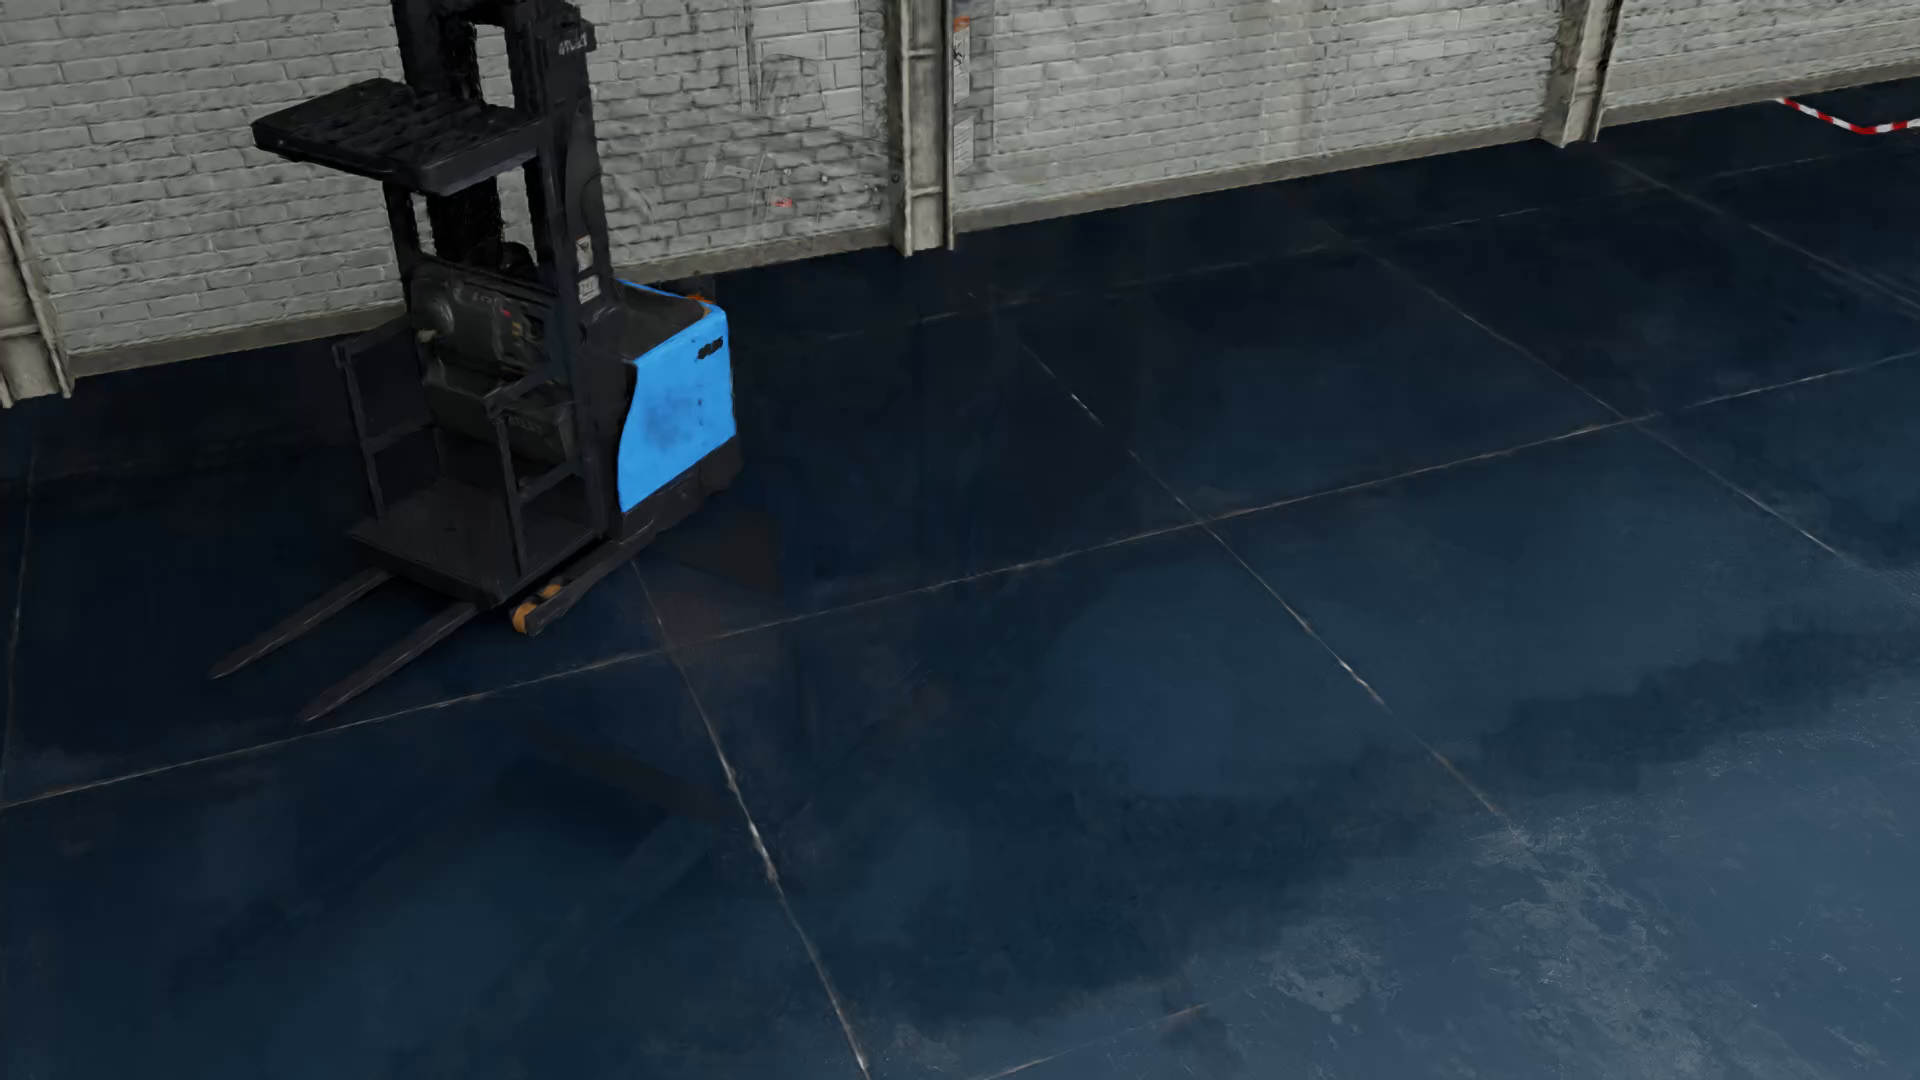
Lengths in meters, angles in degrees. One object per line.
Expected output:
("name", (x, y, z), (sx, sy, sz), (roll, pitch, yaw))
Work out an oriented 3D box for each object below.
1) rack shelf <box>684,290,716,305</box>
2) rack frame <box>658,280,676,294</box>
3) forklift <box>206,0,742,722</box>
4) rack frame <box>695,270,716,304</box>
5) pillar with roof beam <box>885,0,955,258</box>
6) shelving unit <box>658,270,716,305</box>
("rack shelf", (0.257, -0.916, 5.194), (0.240, 0.259, 0.215), (-23, 39, -31))
("rack frame", (0.161, -0.646, 5.281), (0.008, 1.050, 0.200), (-23, 39, -31))
("forklift", (-0.630, -0.700, 3.638), (1.130, 2.935, 3.031), (18, 37, 25))
("rack frame", (0.354, -0.728, 5.406), (0.008, 1.050, 0.200), (-23, 39, -31))
("pillar with roof beam", (3.190, -3.473, 2.337), (0.400, 9.000, 9.100), (-13, 35, -19))
("shelving unit", (0.257, -0.687, 5.343), (0.252, 1.050, 0.215), (-23, 39, -31))
